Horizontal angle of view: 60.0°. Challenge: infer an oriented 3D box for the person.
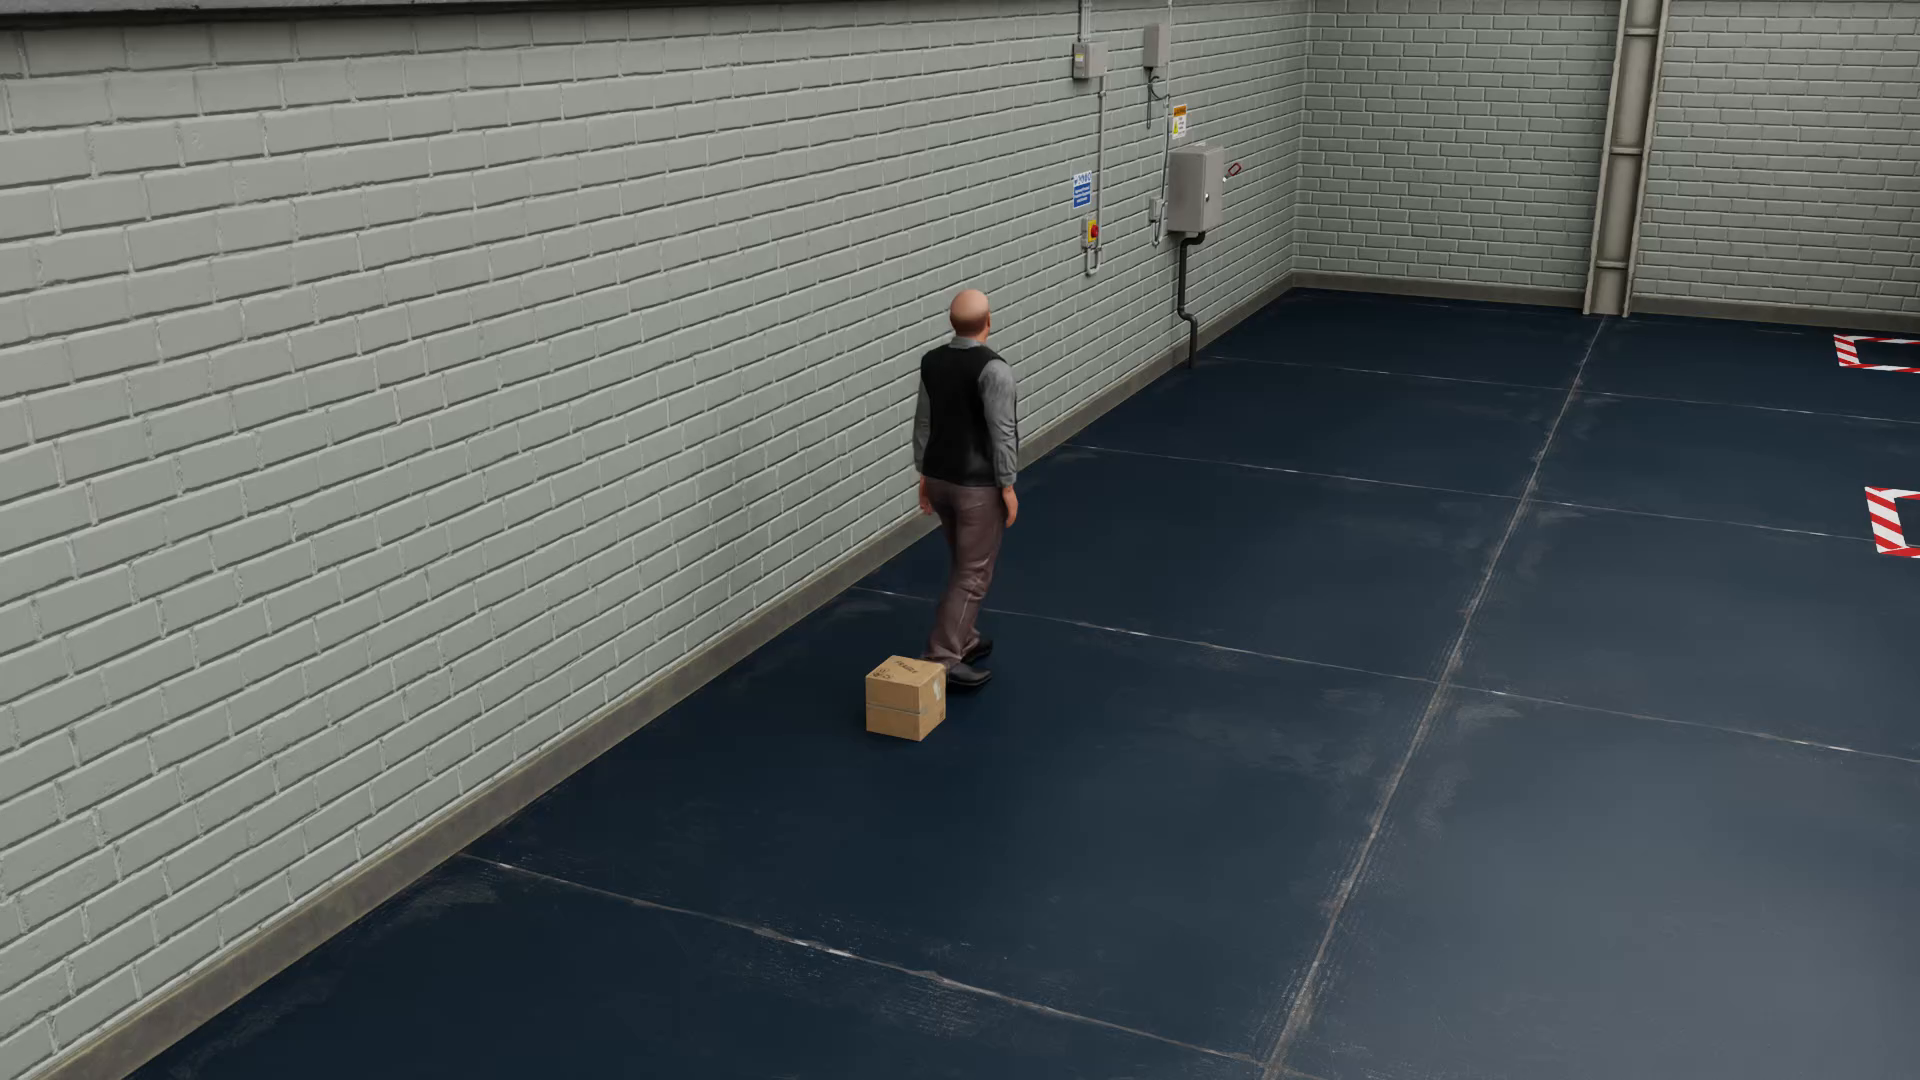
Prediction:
[{"bbox_3d":[-0.003,-0.227,7.269,0.560,1.708,0.567,-17,25,-40],"label":"person"}]
